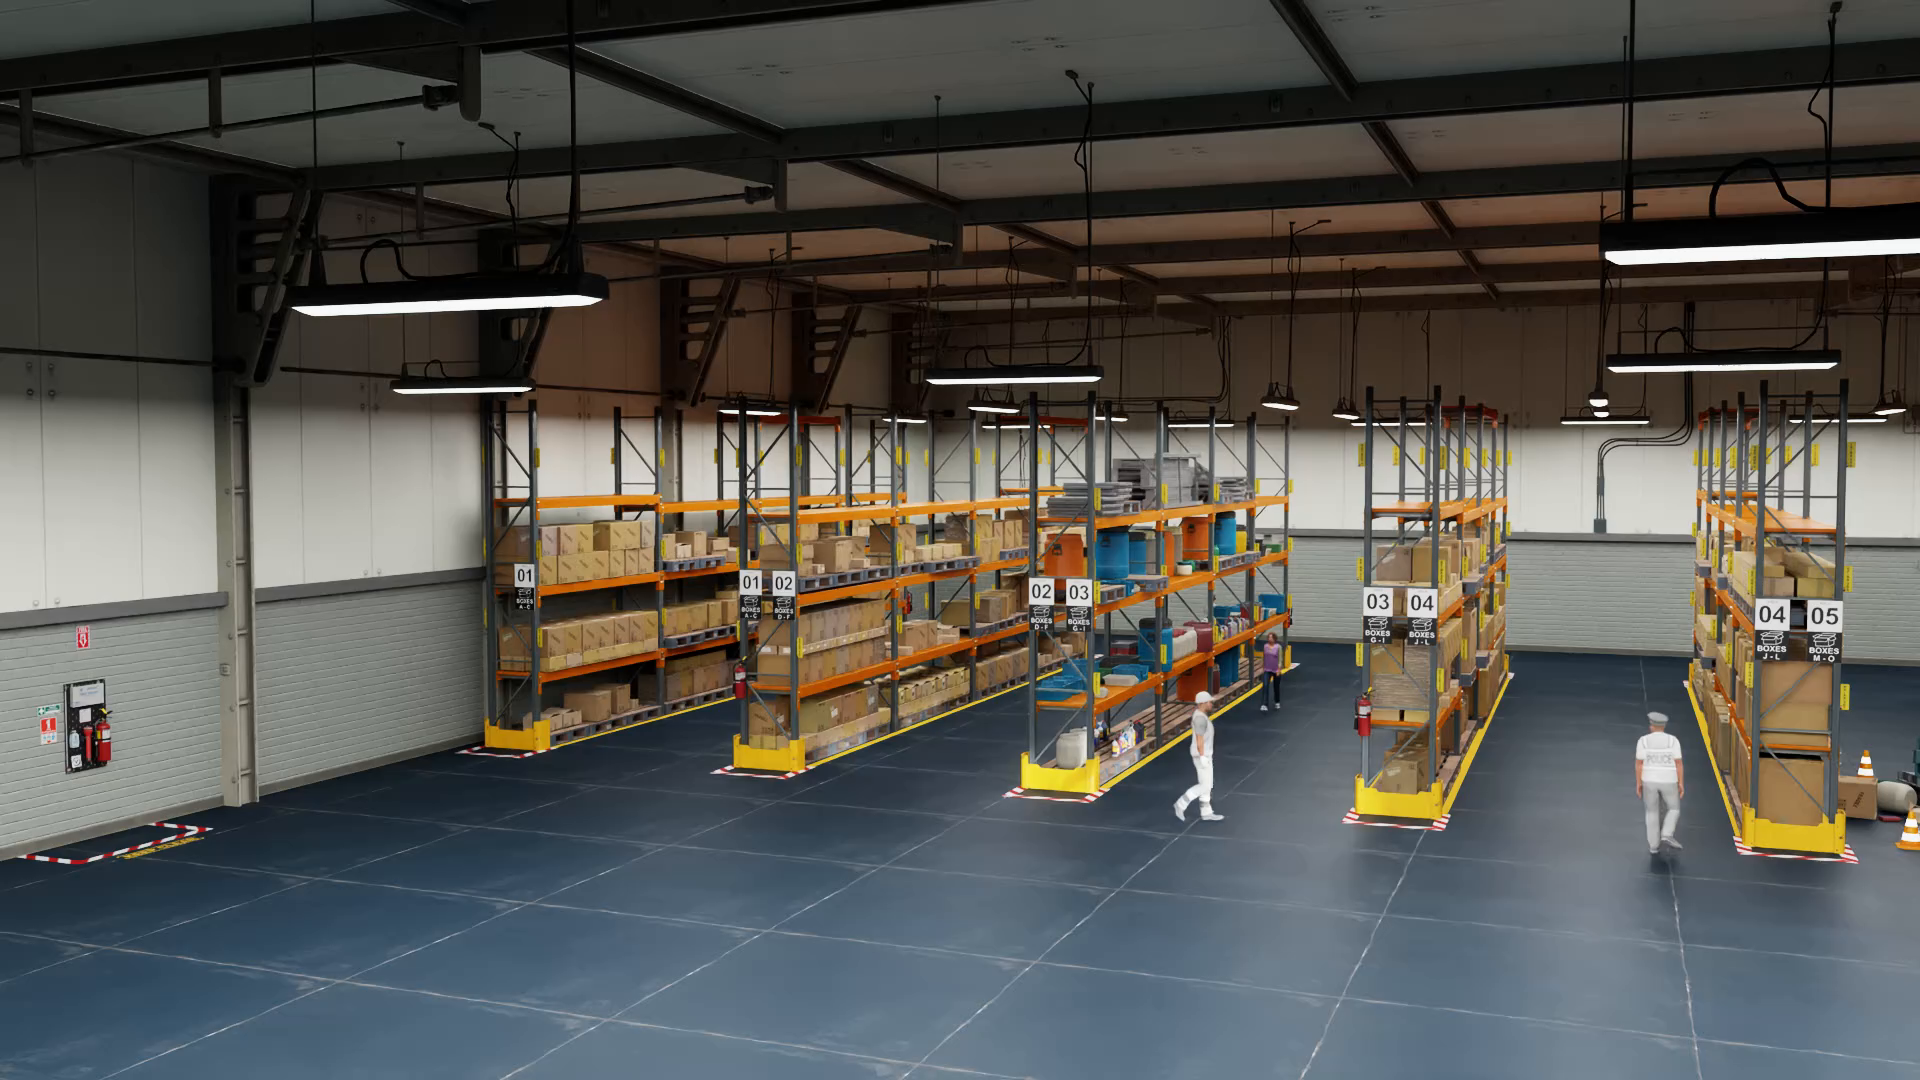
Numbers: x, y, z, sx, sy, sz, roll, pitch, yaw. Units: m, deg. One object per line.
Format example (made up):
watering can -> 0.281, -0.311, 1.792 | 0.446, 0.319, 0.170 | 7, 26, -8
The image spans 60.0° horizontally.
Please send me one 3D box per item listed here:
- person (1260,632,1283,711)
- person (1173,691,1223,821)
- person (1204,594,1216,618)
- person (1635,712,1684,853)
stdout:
person -> 6.151, 2.589, 32.807 | 0.434, 1.547, 0.946 | 1, 3, 21
person -> 3.286, 2.977, 22.887 | 0.686, 1.788, 0.557 | 0, 3, 9
person -> 6.424, 2.126, 42.185 | 0.819, 1.563, 0.414 | 1, 3, 16
person -> 8.851, 3.079, 21.041 | 0.578, 1.753, 0.495 | 2, 3, 29
